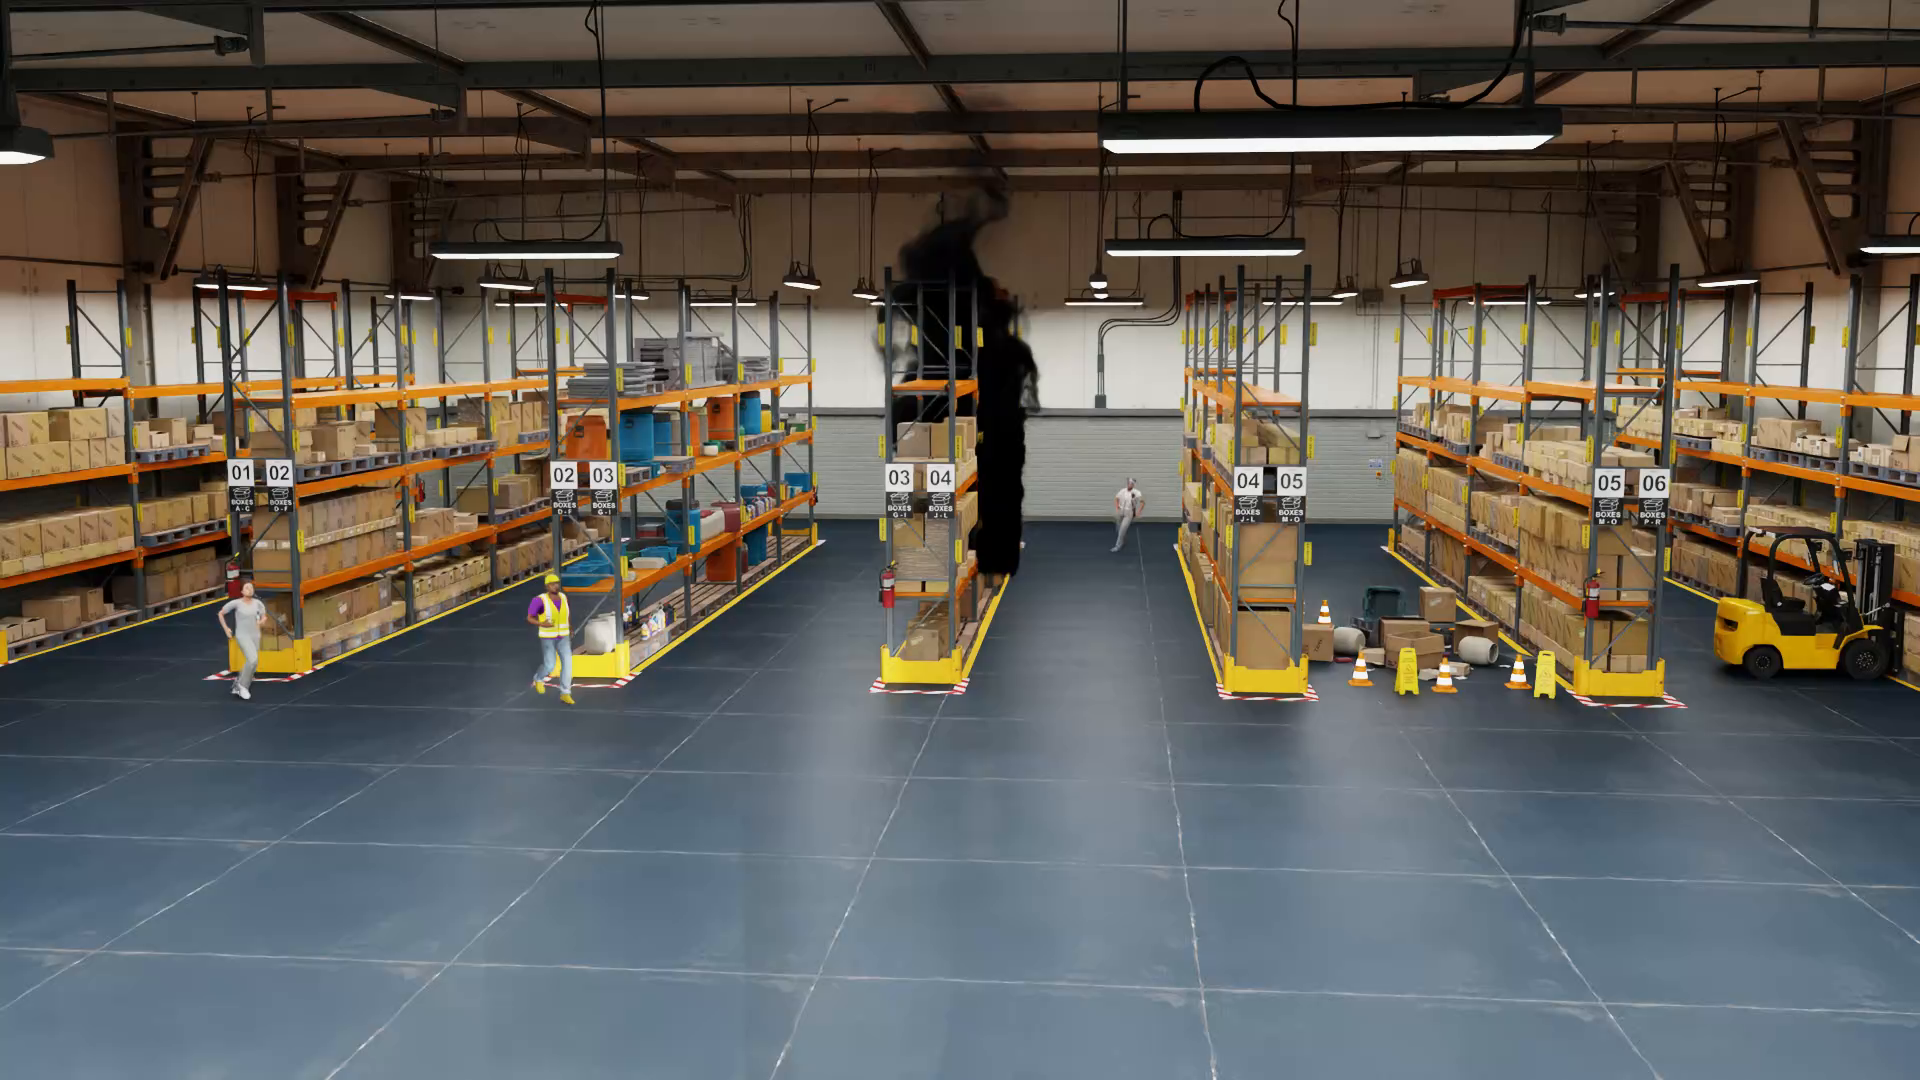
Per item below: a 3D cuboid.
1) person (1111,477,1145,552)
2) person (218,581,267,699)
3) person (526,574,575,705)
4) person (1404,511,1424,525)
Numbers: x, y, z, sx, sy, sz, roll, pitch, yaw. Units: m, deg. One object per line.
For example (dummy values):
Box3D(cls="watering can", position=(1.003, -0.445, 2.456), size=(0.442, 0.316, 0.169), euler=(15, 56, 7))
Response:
Box3D(cls="person", position=(3.945, -0.614, 39.143), size=(0.726, 1.739, 0.918), euler=(4, 8, 29))
Box3D(cls="person", position=(-9.904, 1.377, 23.127), size=(0.648, 1.635, 0.551), euler=(4, 8, 32))
Box3D(cls="person", position=(-5.630, 1.357, 22.973), size=(0.701, 1.780, 0.822), euler=(-6, 9, -39))
Box3D(cls="person", position=(11.031, -0.717, 40.468), size=(0.666, 1.600, 0.846), euler=(-7, 10, -44))
